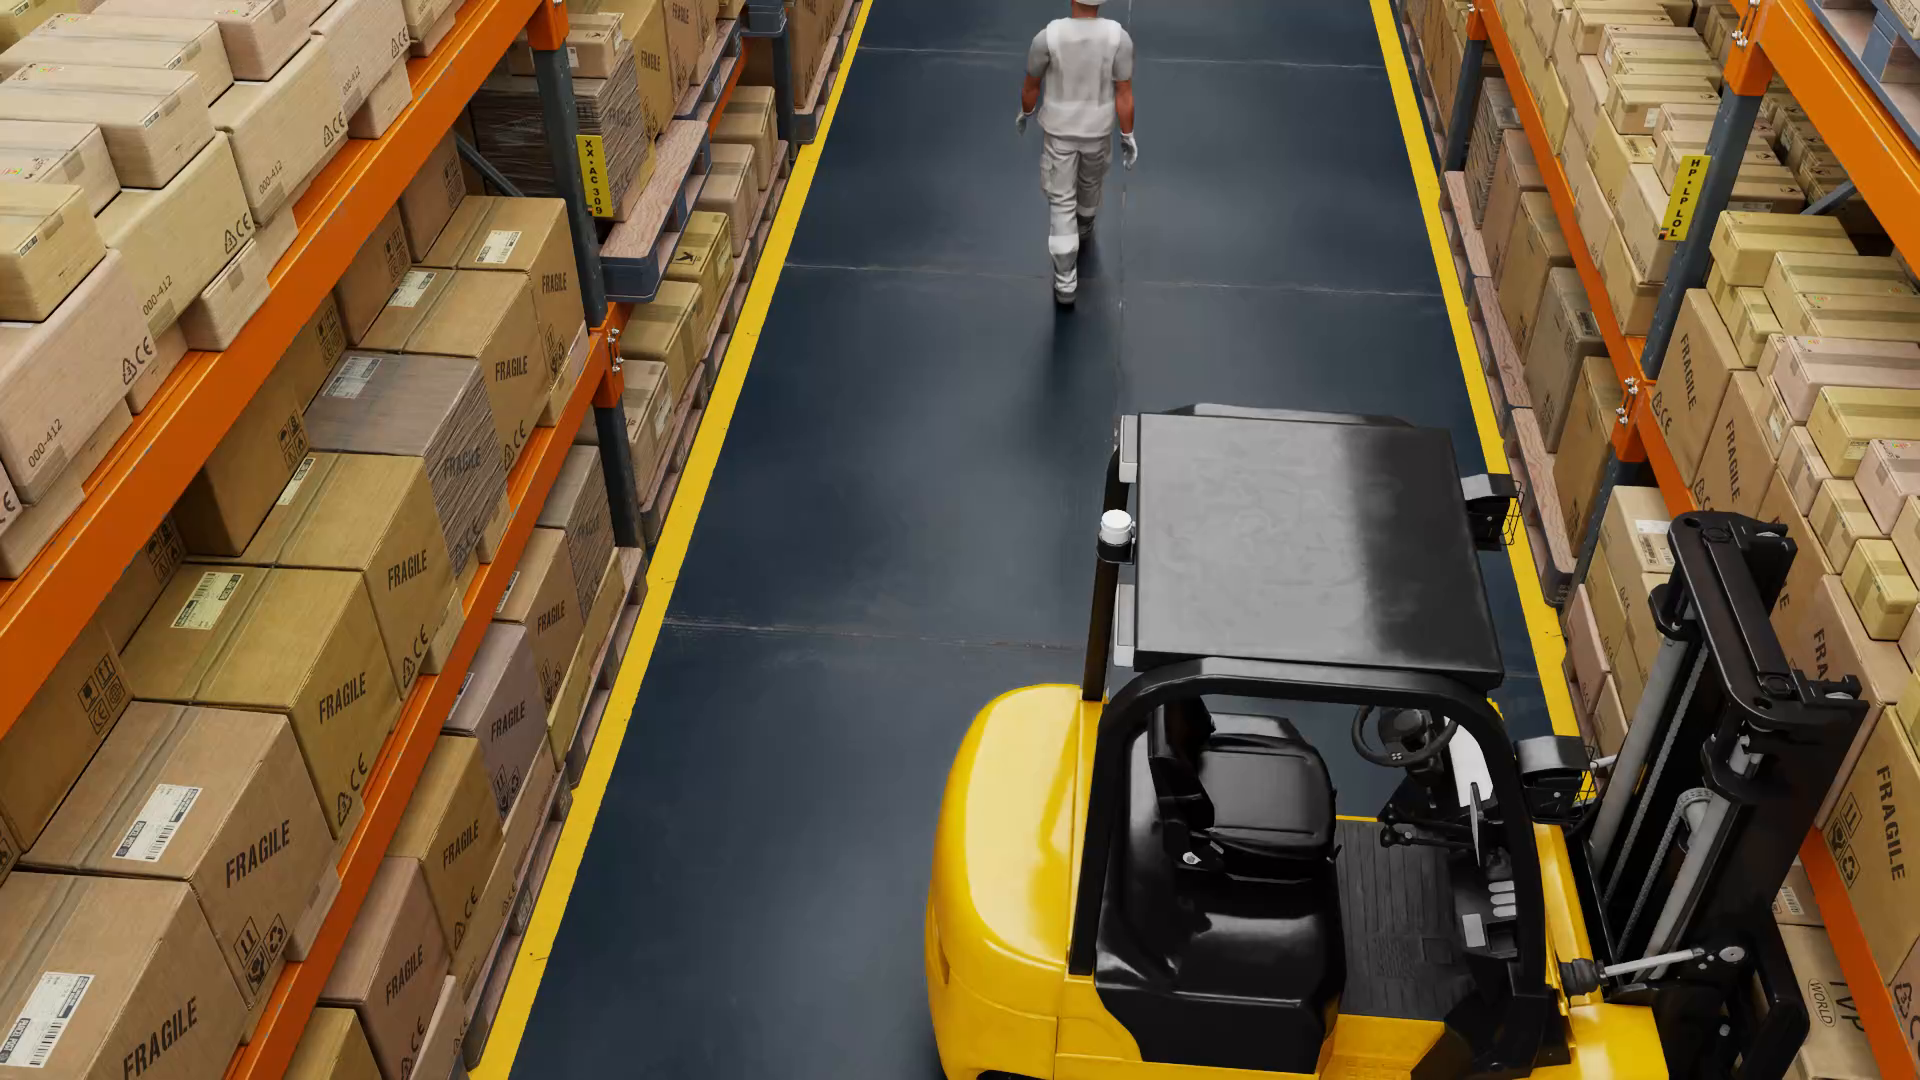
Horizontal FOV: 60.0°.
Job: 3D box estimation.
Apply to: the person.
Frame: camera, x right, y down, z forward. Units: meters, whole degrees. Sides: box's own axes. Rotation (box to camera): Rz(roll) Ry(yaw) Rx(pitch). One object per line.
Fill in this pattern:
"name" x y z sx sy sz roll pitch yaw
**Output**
"person" 0.607 -2.243 8.807 0.607 1.735 0.984 -2 40 -3
